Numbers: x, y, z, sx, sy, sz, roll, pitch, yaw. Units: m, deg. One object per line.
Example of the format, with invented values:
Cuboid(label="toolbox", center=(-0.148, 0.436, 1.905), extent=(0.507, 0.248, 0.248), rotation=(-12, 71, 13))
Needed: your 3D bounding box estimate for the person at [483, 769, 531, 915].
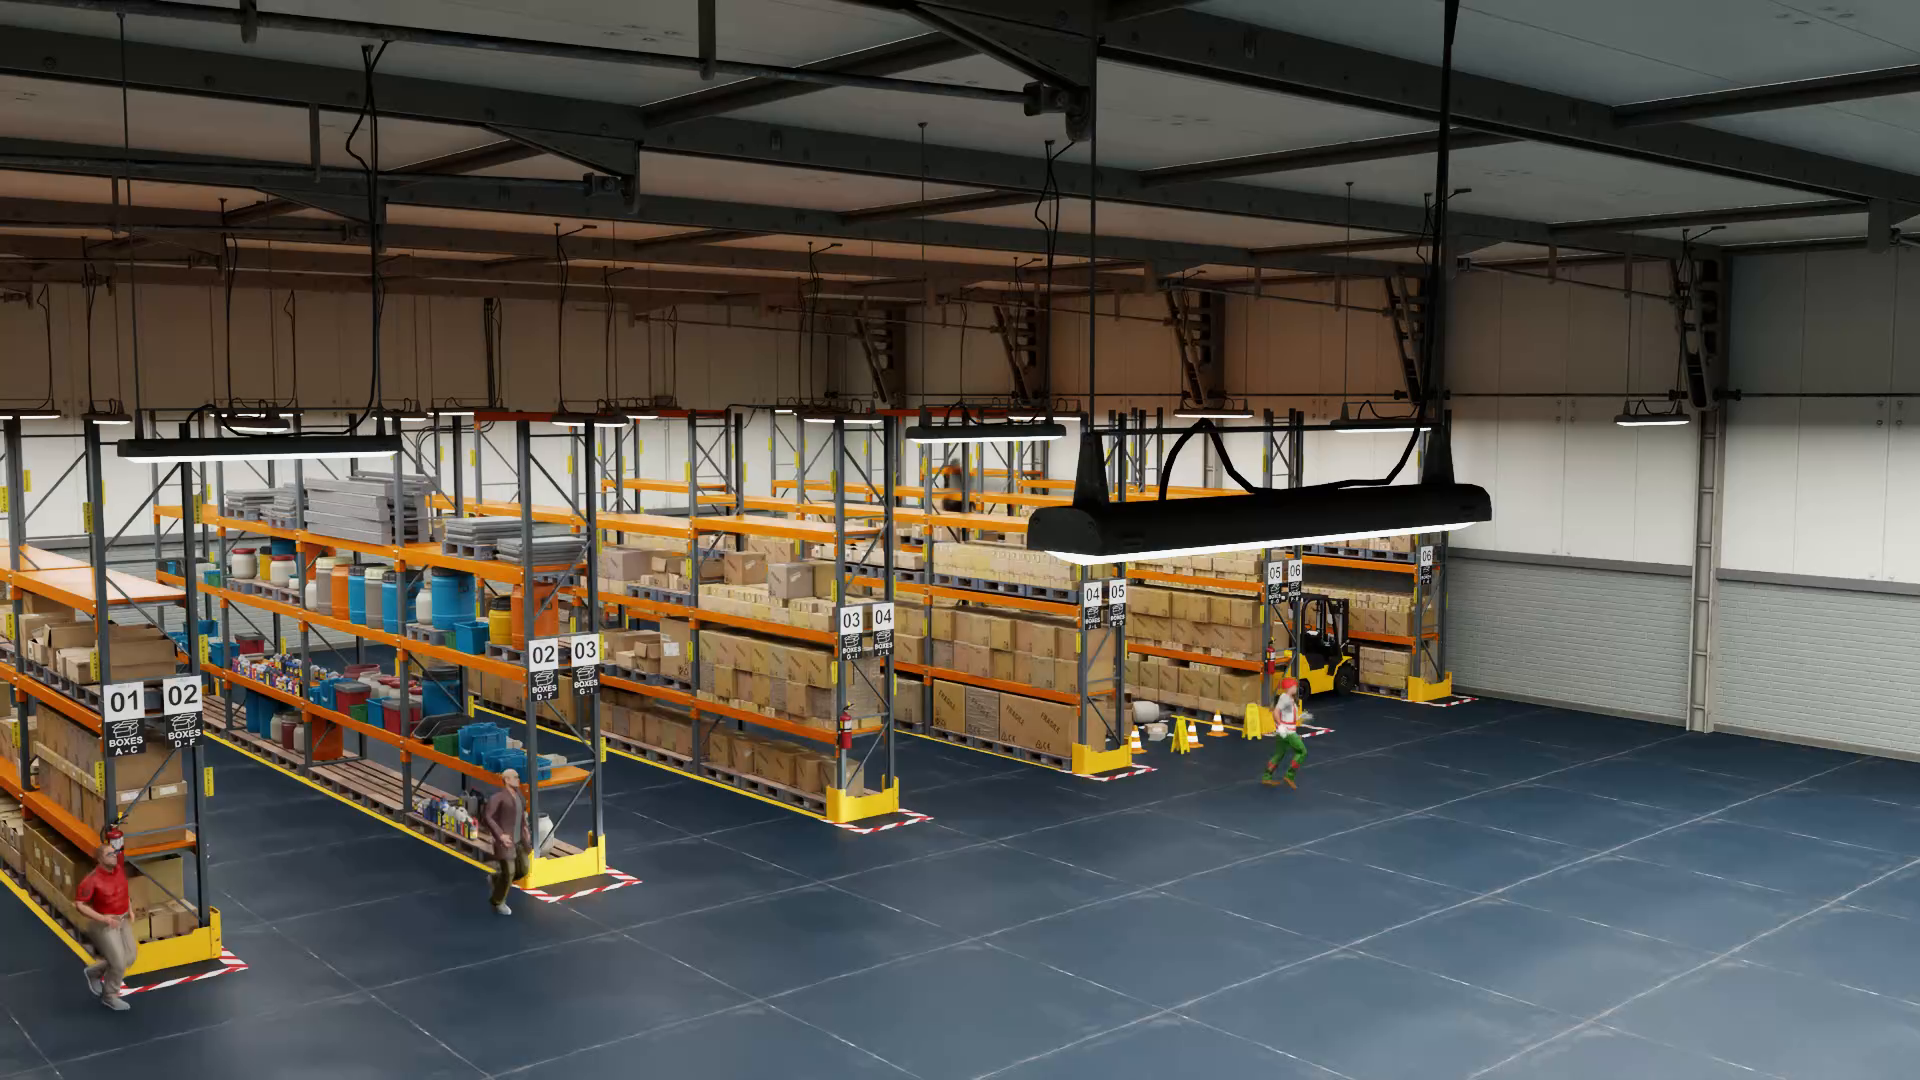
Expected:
Cuboid(label="person", center=(-5.573, 3.689, 20.497), extent=(0.587, 1.725, 0.760), rotation=(2, 5, 24))

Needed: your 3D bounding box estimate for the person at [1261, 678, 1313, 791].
Cuboid(label="person", center=(5.252, 3.106, 26.600), extent=(0.813, 1.812, 0.645), rotation=(0, 5, 0))

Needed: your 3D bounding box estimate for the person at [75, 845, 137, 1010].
Cuboid(label="person", center=(-8.838, 4.022, 17.215), extent=(0.627, 1.635, 0.695), rotation=(1, 5, 10))
